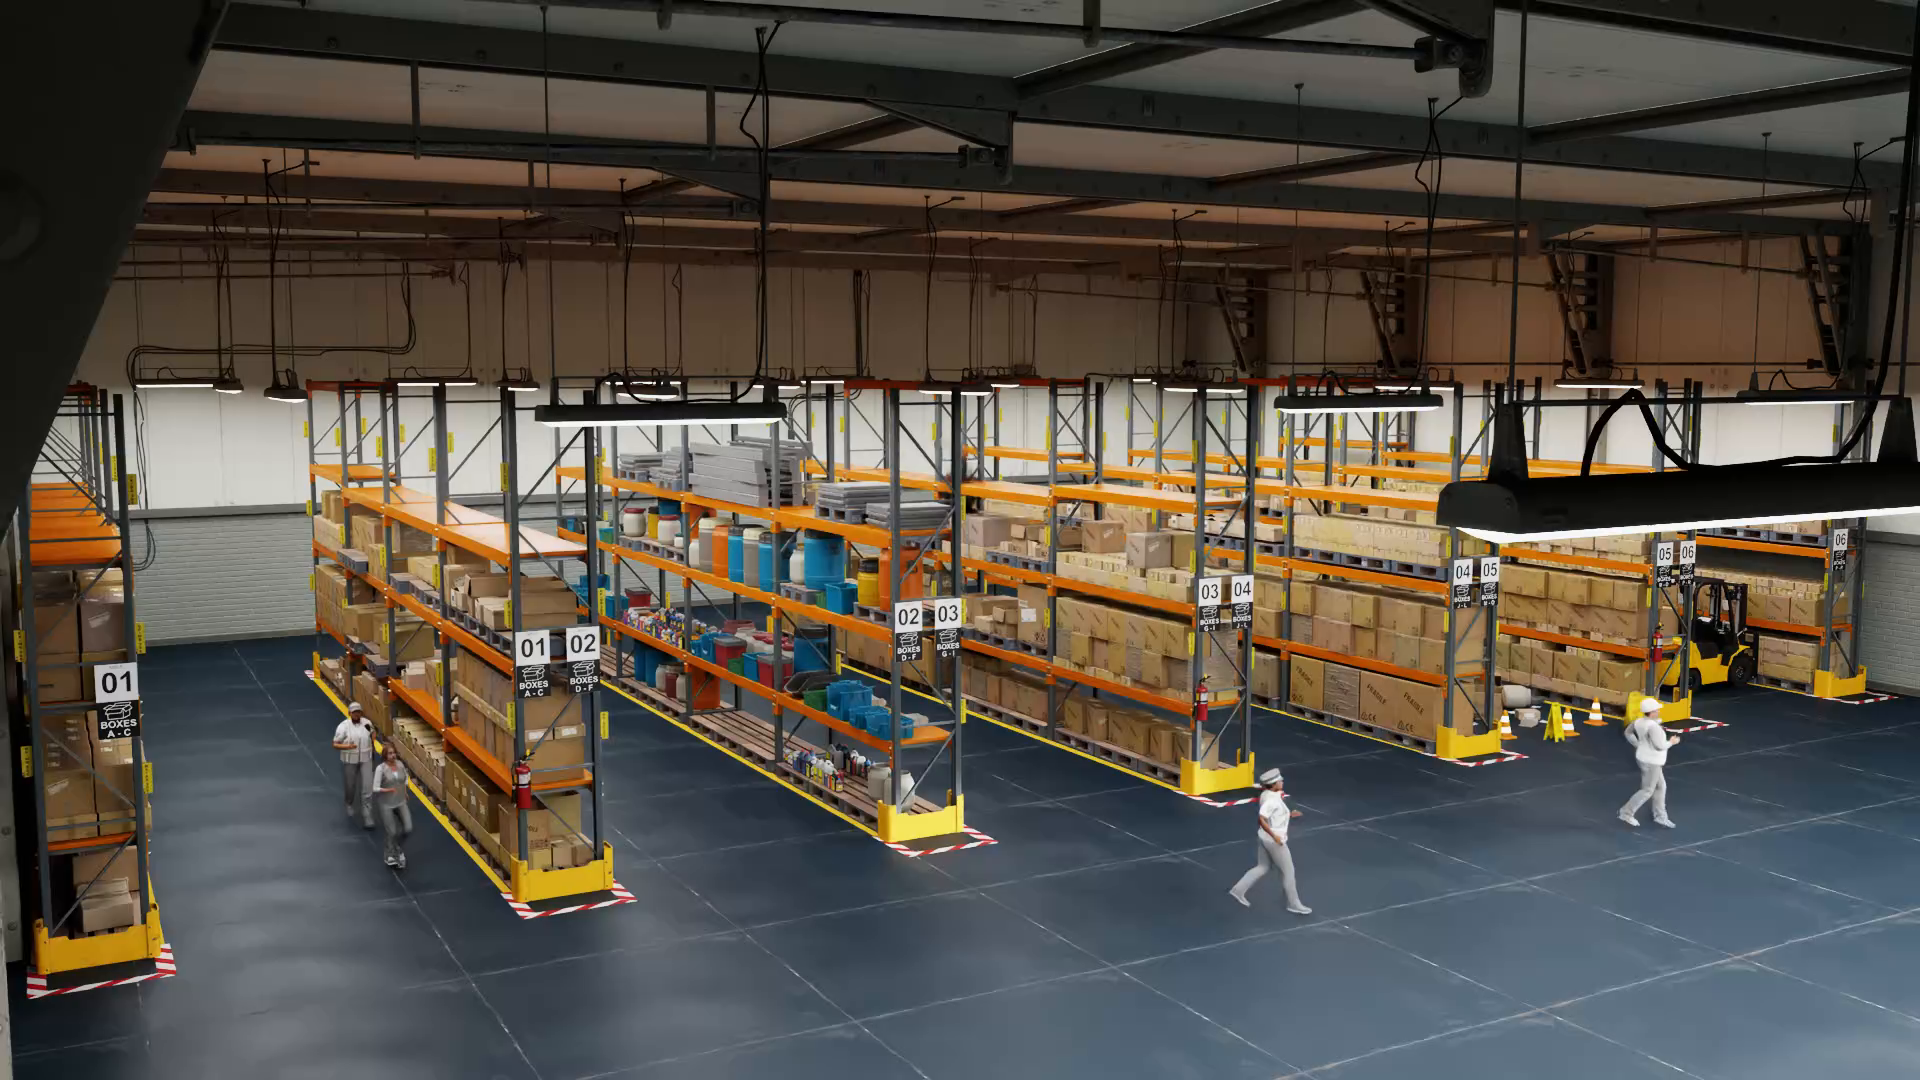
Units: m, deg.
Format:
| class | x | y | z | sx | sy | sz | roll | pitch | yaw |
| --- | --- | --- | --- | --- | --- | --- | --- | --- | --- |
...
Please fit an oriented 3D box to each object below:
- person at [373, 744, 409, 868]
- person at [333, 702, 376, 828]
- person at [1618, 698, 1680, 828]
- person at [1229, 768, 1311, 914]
| class | x | y | z | sx | sy | sz | roll | pitch | yaw |
| --- | --- | --- | --- | --- | --- | --- | --- | --- | --- |
| person | -7.054 | 3.340 | 20.769 | 0.519 | 1.568 | 0.603 | -5 | 8 | -40 |
| person | -8.289 | 3.055 | 22.862 | 0.608 | 1.656 | 0.880 | -4 | 7 | -31 |
| person | 9.362 | 3.036 | 22.561 | 0.808 | 1.809 | 0.646 | 1 | 6 | 5 |
| person | 3.572 | 3.446 | 19.051 | 0.941 | 1.679 | 0.574 | -1 | 6 | -6 |
